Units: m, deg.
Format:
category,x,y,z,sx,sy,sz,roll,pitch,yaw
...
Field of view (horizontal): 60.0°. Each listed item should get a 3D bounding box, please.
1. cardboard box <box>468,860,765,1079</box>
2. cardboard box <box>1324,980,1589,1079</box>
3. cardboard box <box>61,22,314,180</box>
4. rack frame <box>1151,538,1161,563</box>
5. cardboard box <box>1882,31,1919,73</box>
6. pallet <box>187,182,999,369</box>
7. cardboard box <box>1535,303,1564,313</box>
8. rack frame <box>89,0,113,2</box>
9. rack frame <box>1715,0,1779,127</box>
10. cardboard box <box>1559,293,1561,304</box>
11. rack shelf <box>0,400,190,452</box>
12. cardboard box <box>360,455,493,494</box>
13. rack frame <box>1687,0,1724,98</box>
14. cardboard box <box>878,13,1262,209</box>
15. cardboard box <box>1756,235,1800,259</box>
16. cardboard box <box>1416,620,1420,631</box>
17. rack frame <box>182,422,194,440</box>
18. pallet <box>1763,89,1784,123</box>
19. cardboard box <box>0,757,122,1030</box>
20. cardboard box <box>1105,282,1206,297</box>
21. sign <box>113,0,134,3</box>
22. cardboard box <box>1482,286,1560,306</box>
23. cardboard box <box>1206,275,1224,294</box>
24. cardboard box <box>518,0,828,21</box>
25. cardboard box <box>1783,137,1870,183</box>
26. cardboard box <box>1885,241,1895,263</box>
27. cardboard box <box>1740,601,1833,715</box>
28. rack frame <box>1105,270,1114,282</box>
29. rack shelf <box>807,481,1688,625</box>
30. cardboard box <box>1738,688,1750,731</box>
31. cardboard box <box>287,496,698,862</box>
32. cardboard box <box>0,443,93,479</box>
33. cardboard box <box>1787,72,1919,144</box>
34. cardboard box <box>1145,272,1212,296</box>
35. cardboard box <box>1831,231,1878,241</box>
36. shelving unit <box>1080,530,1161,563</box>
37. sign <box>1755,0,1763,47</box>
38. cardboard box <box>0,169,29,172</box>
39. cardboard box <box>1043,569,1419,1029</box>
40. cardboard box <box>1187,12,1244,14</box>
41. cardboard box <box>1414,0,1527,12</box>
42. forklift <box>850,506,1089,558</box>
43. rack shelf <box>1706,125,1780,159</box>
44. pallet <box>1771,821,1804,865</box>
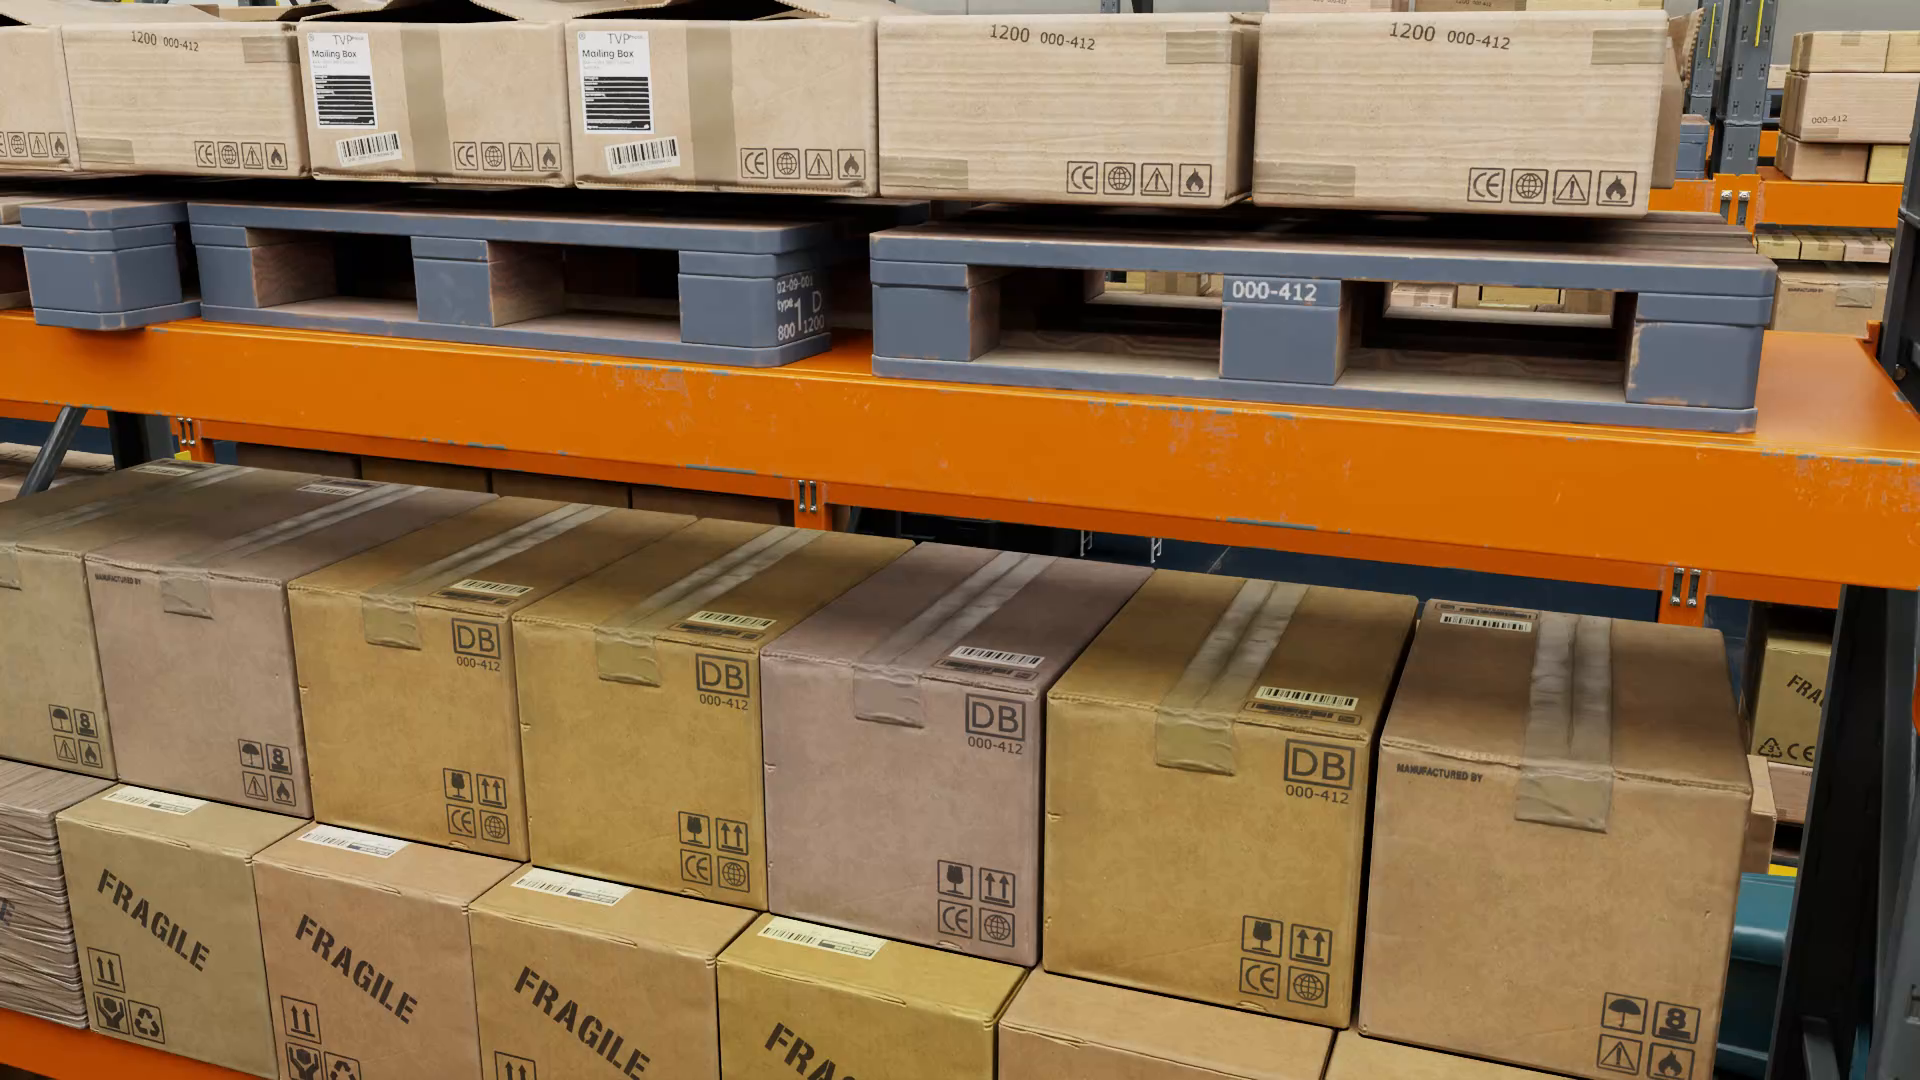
category,x,y,z,sx,sy,sz,roll,pitch,yaw
cardboard box,-0.562,0.852,3.180,0.500,0.500,0.500,6,17,20
cardboard box,0.851,1.007,2.647,0.500,0.500,0.500,6,17,20
cardboard box,-1.227,-0.806,3.027,0.500,0.250,0.500,7,18,22
rack frame,1.324,-0.451,11.077,0.015,1.200,0.240,6,17,19
cardboard box,3.583,-1.822,6.211,0.250,0.149,0.380,7,18,22
pallet,-0.626,-0.555,3.162,1.213,0.211,1.003,7,18,23
cardboard box,2.826,-0.770,7.481,0.500,0.500,0.500,7,18,22
rack frame,-2.286,-2.252,3.289,0.127,3.000,1.000,6,17,21
rack frame,3.157,-3.137,6.337,0.127,3.000,1.000,6,17,21
cardboard box,4.597,-1.830,11.968,0.500,0.250,0.500,6,17,20
rack shelf,-6.145,-0.933,10.797,4.000,0.370,1.077,6,17,21
cardboard box,-2.836,-0.122,9.772,0.875,0.875,0.875,7,18,22
rack frame,4.975,-4.424,10.773,0.127,3.000,1.000,6,17,21
cardboard box,0.206,-0.649,2.484,0.500,0.250,0.500,6,17,20
cardboard box,5.446,-1.937,11.090,0.250,0.149,0.380,7,17,21
cardboard box,1.998,0.679,7.914,0.625,0.372,0.950,7,18,24
rack frame,-4.285,-1.074,9.992,0.127,3.000,1.000,6,17,21
pallet,5.778,-2.861,10.926,1.213,0.211,1.003,6,17,21
cardboard box,-1.968,0.697,3.712,0.500,0.500,0.500,6,17,21
cardboard box,0.916,-0.981,8.208,0.500,0.500,0.500,5,17,17
sign,-2.075,-1.240,4.117,0.005,0.325,0.100,6,17,21
cardboard box,3.943,-1.746,11.680,0.500,0.250,0.500,6,17,19
cardboard box,2.042,-1.960,12.418,0.500,0.250,0.500,7,18,22
cardboard box,-0.566,-1.004,3.258,0.500,0.500,0.500,6,17,21
cardboard box,3.359,-1.479,6.458,0.250,0.149,0.380,6,17,20
cardboard box,6.133,-1.836,10.743,0.250,0.149,0.380,6,17,20
cardboard box,3.806,0.494,7.425,0.500,0.500,0.500,6,17,20
rack frame,1.254,-1.952,13.019,0.127,3.000,1.000,6,17,21
rack shelf,1.297,-0.115,7.978,4.000,0.370,1.077,6,17,21
cardboard box,3.806,0.854,7.530,0.500,0.250,0.500,7,18,23
cardboard box,-0.923,0.253,3.449,0.500,0.500,0.700,6,17,20
cardboard box,-6.501,-0.321,11.242,0.875,0.438,0.875,7,18,22
cardboard box,3.466,-1.651,6.335,0.500,0.250,0.500,6,17,19
cardboard box,1.062,-1.275,8.054,0.250,0.149,0.380,5,17,18
cardboard box,6.108,-2.022,11.382,0.250,0.149,0.380,6,17,20
shelving unit,1.093,-0.474,11.154,0.503,1.200,0.258,6,17,19
sign,2.957,-1.989,6.131,0.005,0.325,0.100,6,17,21
cardboard box,-2.720,-0.987,4.132,0.500,0.500,0.500,6,17,21
cardboard box,0.492,0.409,2.911,0.500,0.500,0.700,6,17,20
cardboard box,1.838,-3.553,12.041,0.500,0.500,0.500,6,17,21
cardboard box,2.293,-2.278,7.379,0.500,0.250,0.500,6,17,19
forklift,-0.595,-1.465,11.464,3.031,2.935,1.130,6,17,18
rack shelf,6.835,-2.434,10.587,4.000,0.370,1.077,6,17,21
pallet,3.795,1.143,7.357,1.213,0.211,1.003,6,17,21
